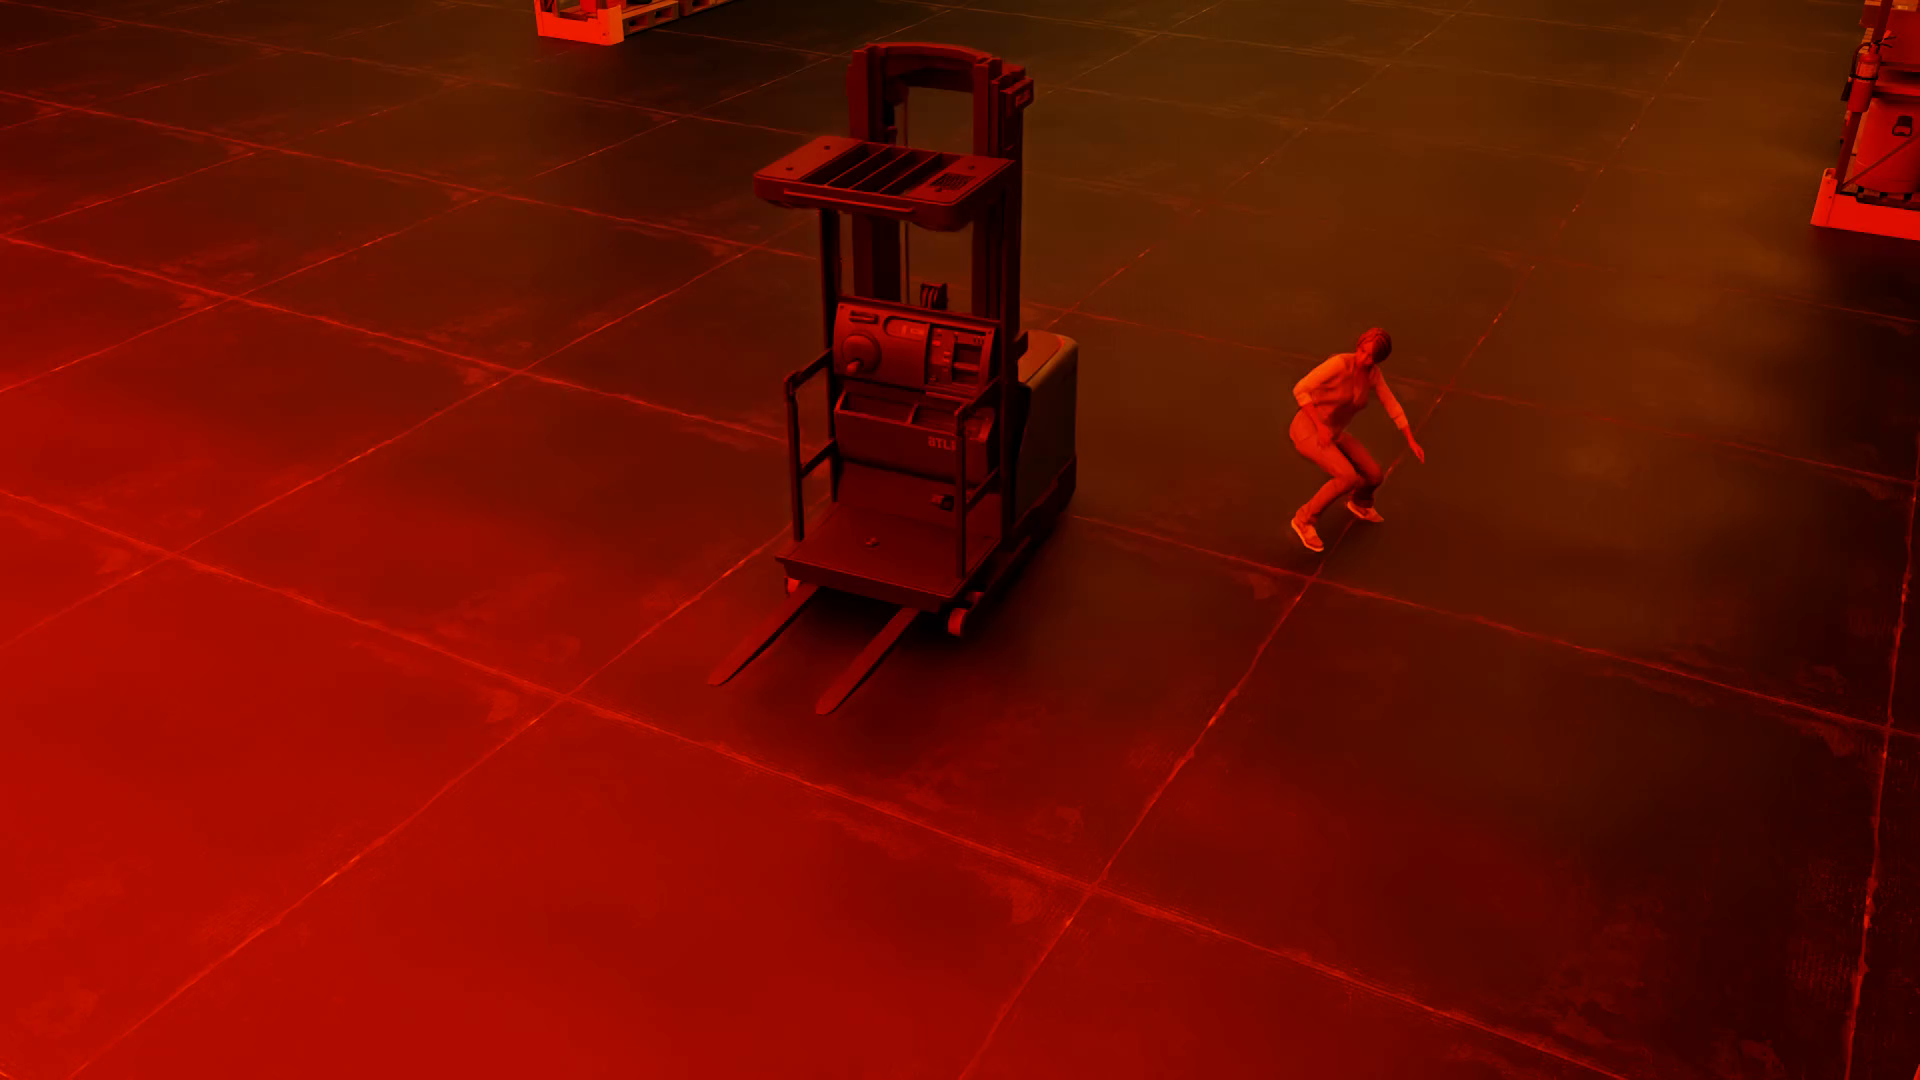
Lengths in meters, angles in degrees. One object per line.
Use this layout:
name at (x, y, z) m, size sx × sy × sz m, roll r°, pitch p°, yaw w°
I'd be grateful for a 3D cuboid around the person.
person at (2.288, -0.591, 9.728) m, size 0.771 × 1.386 × 0.635 m, roll -20°, pitch 36°, yaw -31°

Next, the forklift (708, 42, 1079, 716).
forklift at (-0.338, -0.983, 8.773) m, size 1.130 × 2.935 × 3.031 m, roll 13°, pitch 32°, yaw 21°
